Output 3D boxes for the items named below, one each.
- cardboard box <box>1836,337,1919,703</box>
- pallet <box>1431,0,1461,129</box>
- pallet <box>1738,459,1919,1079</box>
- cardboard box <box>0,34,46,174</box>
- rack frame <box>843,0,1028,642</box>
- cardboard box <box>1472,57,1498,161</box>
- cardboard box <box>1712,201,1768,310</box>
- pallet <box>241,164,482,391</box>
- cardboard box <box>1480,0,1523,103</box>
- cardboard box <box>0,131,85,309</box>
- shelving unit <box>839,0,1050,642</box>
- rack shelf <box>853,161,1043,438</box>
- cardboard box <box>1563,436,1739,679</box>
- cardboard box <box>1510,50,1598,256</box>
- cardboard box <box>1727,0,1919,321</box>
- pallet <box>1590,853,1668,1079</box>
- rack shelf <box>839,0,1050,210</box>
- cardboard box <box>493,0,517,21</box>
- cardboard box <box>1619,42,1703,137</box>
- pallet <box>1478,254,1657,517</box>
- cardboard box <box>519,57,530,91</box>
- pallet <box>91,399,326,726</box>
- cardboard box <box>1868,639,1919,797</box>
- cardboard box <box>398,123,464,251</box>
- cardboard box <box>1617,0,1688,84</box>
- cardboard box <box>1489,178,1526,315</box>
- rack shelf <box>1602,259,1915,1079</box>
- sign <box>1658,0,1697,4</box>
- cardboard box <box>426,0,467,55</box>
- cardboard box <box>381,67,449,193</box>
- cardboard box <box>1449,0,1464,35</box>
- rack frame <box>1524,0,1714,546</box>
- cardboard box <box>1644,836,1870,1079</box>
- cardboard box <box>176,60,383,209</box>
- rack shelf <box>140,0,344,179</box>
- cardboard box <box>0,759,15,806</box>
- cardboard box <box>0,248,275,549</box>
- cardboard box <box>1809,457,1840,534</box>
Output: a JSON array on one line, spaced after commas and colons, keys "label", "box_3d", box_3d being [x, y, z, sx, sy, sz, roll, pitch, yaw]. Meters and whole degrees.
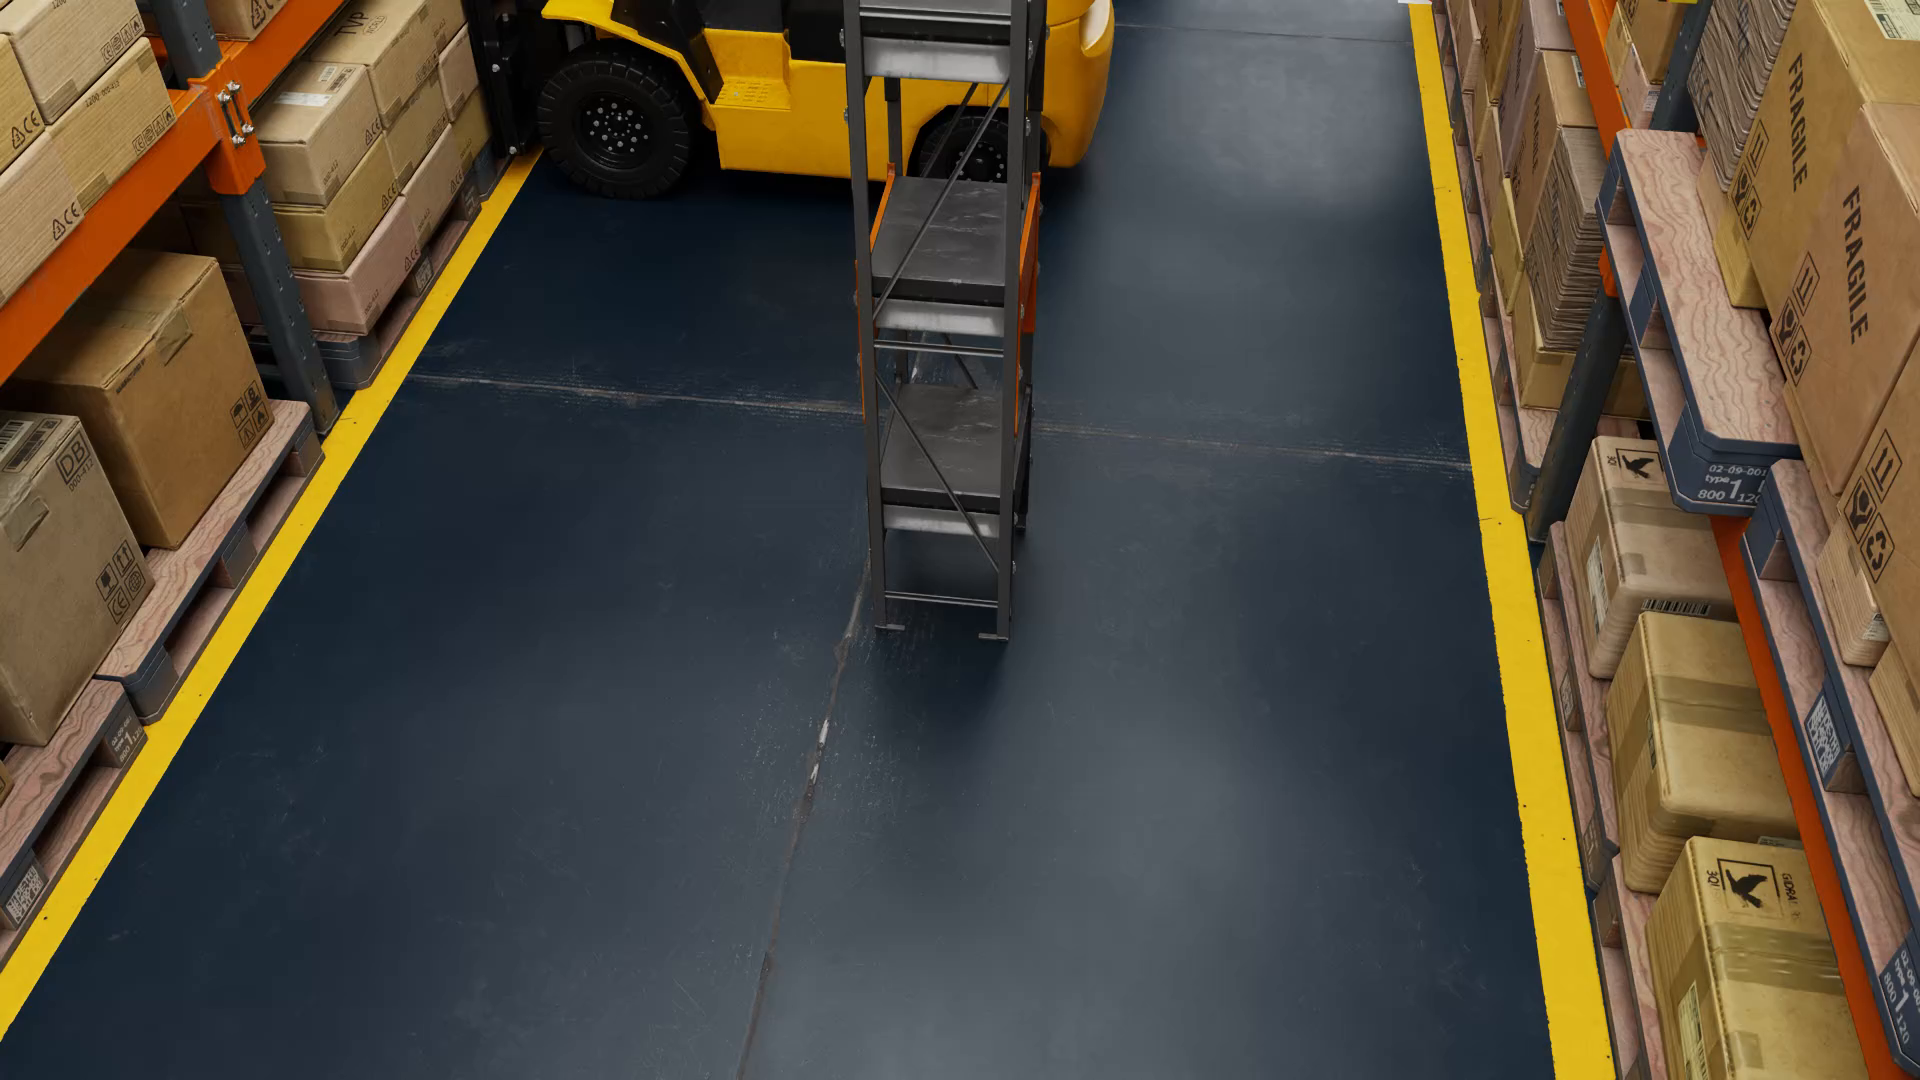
[{"label": "cardboard box", "box_3d": [1.746, -0.049, 2.526, 0.500, 0.500, 0.500, 4, 44, 4]}, {"label": "pallet", "box_3d": [2.671, -2.186, 7.405, 1.003, 0.211, 1.213, 5, 44, 6]}, {"label": "pallet", "box_3d": [1.987, 0.369, 2.819, 1.003, 0.211, 1.213, 5, 44, 6]}, {"label": "cardboard box", "box_3d": [-2.499, -0.941, 3.807, 0.500, 0.250, 0.500, 4, 44, 4]}, {"label": "rack frame", "box_3d": [-0.054, -0.483, 4.233, 0.400, 2.100, 0.015, 5, 44, 6]}, {"label": "cardboard box", "box_3d": [2.308, -1.710, 6.568, 0.500, 0.250, 0.500, 8, 44, 8]}, {"label": "cardboard box", "box_3d": [1.866, -0.618, 3.599, 0.380, 0.149, 0.250, 6, 44, 6]}, {"label": "pallet", "box_3d": [-2.480, -1.049, 6.204, 1.003, 0.211, 1.213, 5, 44, 6]}, {"label": "cardboard box", "box_3d": [2.301, -1.988, 6.317, 0.500, 0.500, 0.500, 6, 44, 6]}, {"label": "cardboard box", "box_3d": [-2.495, -0.758, 3.978, 0.500, 0.250, 0.500, 5, 44, 5]}, {"label": "shelving unit", "box_3d": [-0.022, -0.650, 4.409, 0.431, 2.100, 0.503, 5, 44, 6]}, {"label": "rack shelf", "box_3d": [-0.022, -0.640, 4.418, 0.431, 0.518, 0.480, 5, 44, 6]}, {"label": "cardboard box", "box_3d": [2.227, 0.085, 4.584, 0.950, 0.372, 0.625, 6, 44, 6]}, {"label": "cardboard box", "box_3d": [2.172, -1.275, 5.564, 0.500, 0.500, 0.500, 6, 44, 6]}, {"label": "cardboard box", "box_3d": [1.882, -0.736, 3.251, 0.500, 0.500, 0.500, 5, 44, 6]}, {"label": "pallet", "box_3d": [2.034, 1.303, 3.721, 1.003, 0.211, 1.213, 5, 44, 6]}, {"label": "rack shelf", "box_3d": [-0.022, -1.148, 3.937, 0.431, 0.518, 0.480, 5, 44, 6]}, {"label": "cardboard box", "box_3d": [-2.046, -2.189, 6.711, 0.500, 0.250, 0.500, 5, 44, 5]}, {"label": "cardboard box", "box_3d": [2.035, -1.230, 4.550, 0.380, 0.149, 0.250, 5, 44, 5]}, {"label": "pallet", "box_3d": [2.348, -0.523, 5.648, 1.003, 0.211, 1.213, 5, 44, 6]}, {"label": "cardboard box", "box_3d": [-2.043, -2.020, 6.896, 0.500, 0.250, 0.500, 7, 44, 7]}, {"label": "pallet", "box_3d": [-2.685, -0.005, 5.101, 1.003, 0.211, 1.213, 5, 44, 6]}, {"label": "cardboard box", "box_3d": [1.702, 0.283, 2.647, 0.380, 0.149, 0.250, 4, 44, 4]}, {"label": "cardboard box", "box_3d": [-2.182, -1.324, 6.161, 0.500, 0.250, 0.500, 4, 44, 5]}, {"label": "cardboard box", "box_3d": [2.106, -1.544, 4.410, 0.500, 0.500, 0.500, 4, 44, 4]}, {"label": "cardboard box", "box_3d": [2.166, -1.019, 5.839, 0.500, 0.250, 0.500, 4, 44, 4]}, {"label": "rack shelf", "box_3d": [2.030, 0.550, 3.011, 1.077, 0.370, 4.000, 5, 44, 6]}, {"label": "sign", "box_3d": [1.755, -1.433, 3.952, 0.100, 0.325, 0.005, 5, 44, 6]}, {"label": "cardboard box", "box_3d": [-2.119, -2.029, 6.178, 0.500, 0.250, 0.500, 7, 44, 7]}, {"label": "cardboard box", "box_3d": [-2.192, -1.504, 5.987, 0.500, 0.250, 0.500, 5, 44, 5]}, {"label": "cardboard box", "box_3d": [2.442, -2.430, 7.329, 0.500, 0.250, 0.500, 5, 44, 5]}, {"label": "rack frame", "box_3d": [2.294, -1.074, 4.203, 1.000, 3.000, 0.127, 5, 44, 6]}, {"label": "cardboard box", "box_3d": [2.045, 1.049, 3.566, 0.950, 0.372, 0.625, 7, 44, 7]}, {"label": "cardboard box", "box_3d": [-2.251, -1.341, 5.452, 0.500, 0.250, 0.500, 5, 44, 5]}, {"label": "rack shelf", "box_3d": [-2.362, -2.625, 6.364, 1.077, 0.370, 4.000, 5, 44, 6]}, {"label": "cardboard box", "box_3d": [-2.892, 0.584, 3.873, 0.875, 0.625, 0.625, 4, 44, 4]}, {"label": "cardboard box", "box_3d": [-2.684, -0.456, 4.972, 0.875, 0.625, 0.625, 7, 44, 7]}, {"label": "cardboard box", "box_3d": [1.795, -0.078, 3.028, 0.380, 0.149, 0.250, 6, 44, 6]}]
